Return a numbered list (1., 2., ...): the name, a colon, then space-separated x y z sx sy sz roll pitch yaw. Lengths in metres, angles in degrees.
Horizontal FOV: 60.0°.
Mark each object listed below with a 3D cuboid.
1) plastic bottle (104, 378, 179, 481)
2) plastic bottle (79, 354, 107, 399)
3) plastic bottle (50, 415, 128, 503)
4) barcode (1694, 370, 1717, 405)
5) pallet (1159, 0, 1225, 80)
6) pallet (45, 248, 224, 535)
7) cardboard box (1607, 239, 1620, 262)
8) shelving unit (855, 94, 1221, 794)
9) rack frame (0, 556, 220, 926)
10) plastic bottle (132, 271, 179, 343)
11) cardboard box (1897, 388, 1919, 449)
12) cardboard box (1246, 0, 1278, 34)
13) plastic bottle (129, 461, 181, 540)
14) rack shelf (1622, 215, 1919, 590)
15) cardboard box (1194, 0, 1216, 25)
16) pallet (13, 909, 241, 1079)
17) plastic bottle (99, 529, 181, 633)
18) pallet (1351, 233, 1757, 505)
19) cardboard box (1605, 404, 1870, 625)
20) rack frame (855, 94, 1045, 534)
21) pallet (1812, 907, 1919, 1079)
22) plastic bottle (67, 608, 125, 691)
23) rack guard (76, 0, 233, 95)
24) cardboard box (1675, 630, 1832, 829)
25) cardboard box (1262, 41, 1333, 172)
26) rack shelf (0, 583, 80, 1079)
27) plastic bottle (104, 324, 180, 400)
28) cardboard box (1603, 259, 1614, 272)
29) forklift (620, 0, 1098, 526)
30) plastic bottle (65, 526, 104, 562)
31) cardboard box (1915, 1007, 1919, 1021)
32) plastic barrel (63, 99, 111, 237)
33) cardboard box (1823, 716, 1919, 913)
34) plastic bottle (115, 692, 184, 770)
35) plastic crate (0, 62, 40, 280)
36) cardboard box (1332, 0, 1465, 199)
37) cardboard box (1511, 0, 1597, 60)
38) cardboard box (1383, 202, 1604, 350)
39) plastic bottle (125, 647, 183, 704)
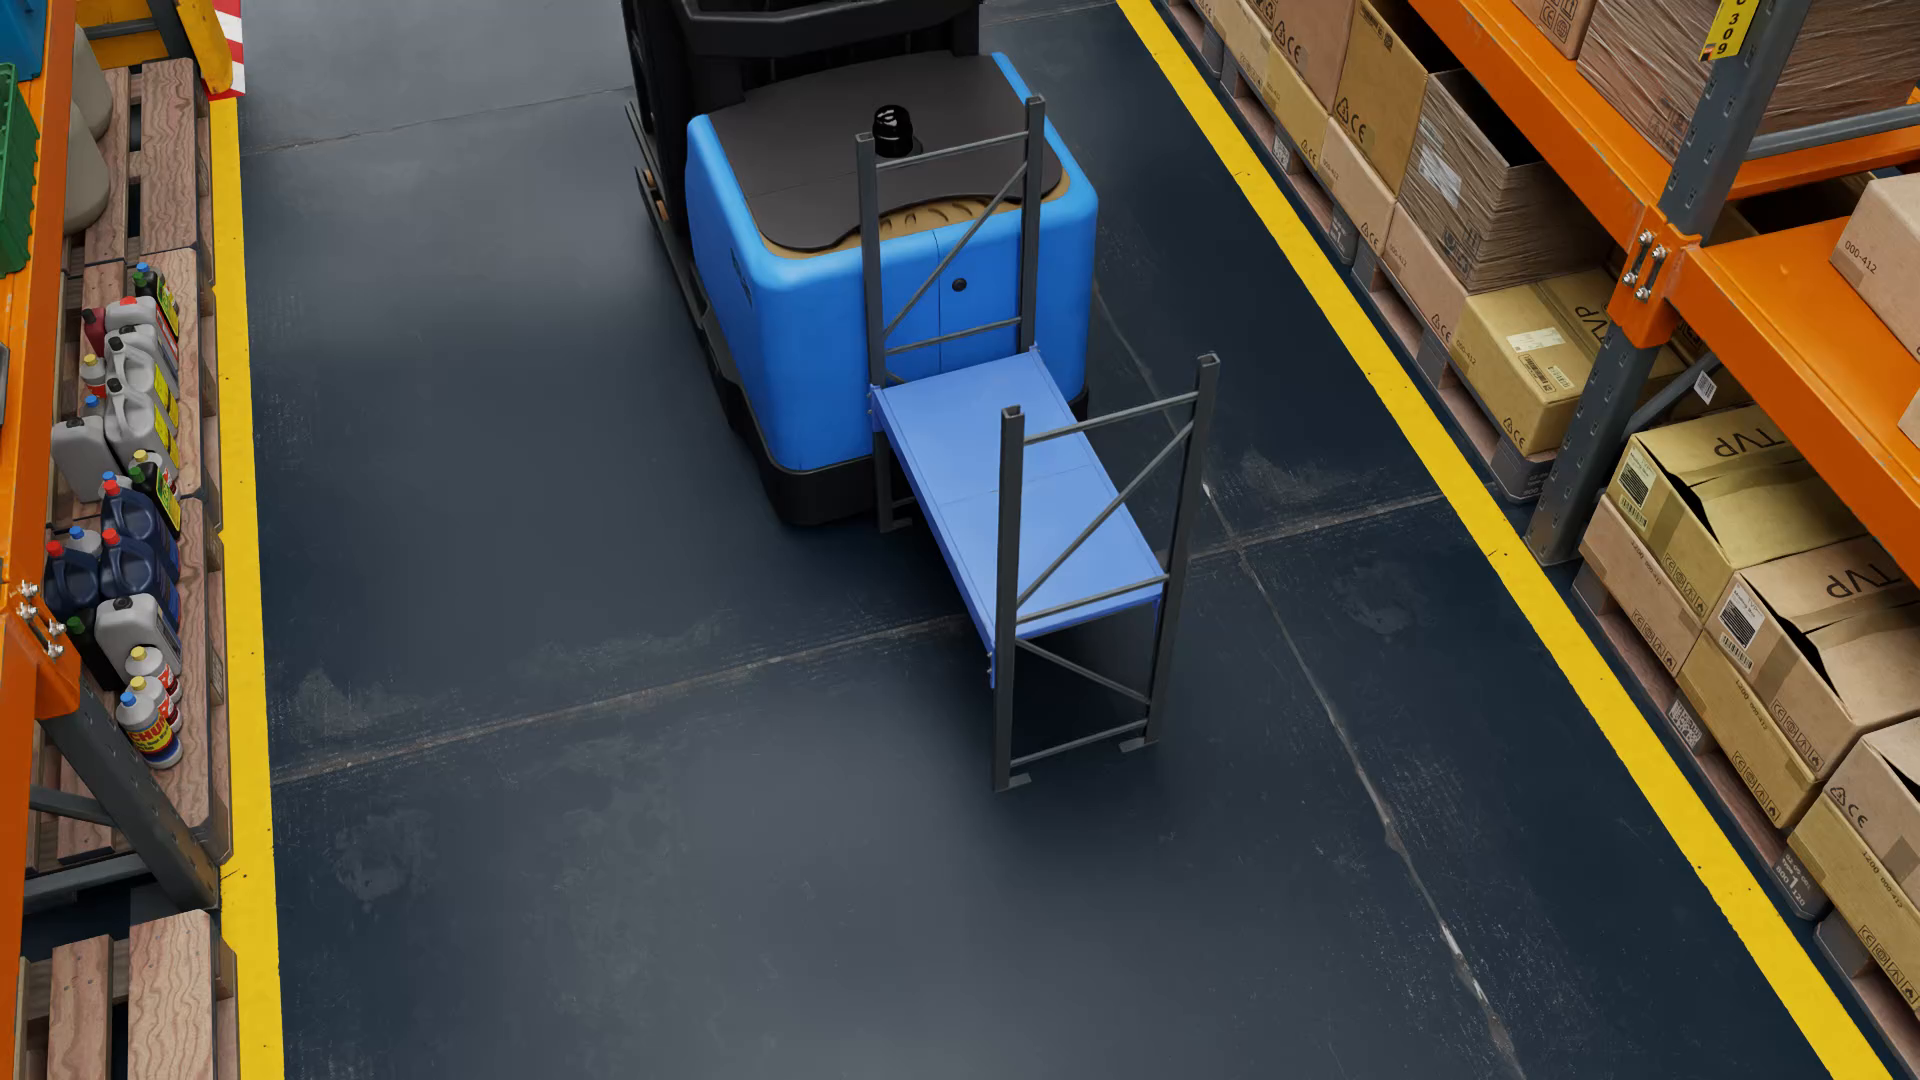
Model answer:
1. plastic bottle: -2.488 -0.336 5.016 0.144 0.351 0.185 -14 51 -11
2. plastic bottle: -2.710 -0.502 5.254 0.097 0.201 0.097 0 50 0
3. plastic bottle: -2.622 -0.260 5.001 0.152 0.276 0.135 -13 51 -11
4. barcode: 1.946 -0.399 4.343 0.001 0.075 0.075 -13 51 -11
5. pallet: 1.352 -2.507 7.226 1.003 0.211 1.213 -13 51 -11
6. pallet: -2.988 -0.410 5.458 1.003 0.211 1.213 -13 51 -11
7. cardboard box: 2.275 -1.297 5.415 0.500 0.500 0.500 -13 51 -11
8. shelving unit: 0.153 -0.214 4.450 0.538 1.500 1.048 -16 52 -13
9. rack frame: -2.464 0.084 3.218 1.000 3.000 0.127 -13 51 -11
10. plastic bottle: -2.633 -0.781 5.435 0.061 0.283 0.133 -12 51 -10
11. cardboard box: 2.335 -0.259 3.671 0.380 0.149 0.250 -13 51 -11
12. cardboard box: 1.342 -2.277 6.241 0.500 0.500 0.500 -13 51 -11
13. plastic bottle: -2.371 -0.134 4.890 0.061 0.283 0.133 -11 51 -9
14. rack shelf: 2.860 0.659 3.203 1.077 0.370 4.000 -13 51 -11
15. cardboard box: 1.183 -2.398 6.833 0.500 0.250 0.500 -13 51 -11
16. pallet: -2.195 1.547 3.808 1.003 0.211 1.213 -13 51 -11
17. plastic bottle: -2.307 0.112 4.638 0.144 0.351 0.185 -12 51 -10
18. pallet: 2.073 -0.725 5.723 1.003 0.211 1.213 -13 51 -11
19. cardboard box: 2.153 -0.105 4.534 0.500 0.311 0.500 -13 51 -11
20. rack frame: -0.022 -0.579 4.757 0.500 1.500 0.032 -16 52 -13
21. pallet: 2.888 1.287 4.027 1.003 0.211 1.213 -13 51 -11
22. plastic bottle: -2.363 0.280 4.541 0.061 0.283 0.133 -13 51 -11
23. rack guard: -3.580 -1.987 6.598 1.175 0.500 0.348 -13 51 -11
24. cardboard box: 2.301 0.442 4.440 0.500 0.250 0.500 -12 51 -10
25. cardboard box: 1.474 -1.666 6.217 0.500 0.250 0.500 -13 51 -11
26. rack shelf: -1.873 1.776 2.261 1.077 0.370 4.000 -13 51 -11
27. plastic bottle: -2.596 -0.568 5.261 0.152 0.276 0.135 -15 51 -12
28. cardboard box: 2.278 -1.056 5.702 0.500 0.250 0.500 -13 51 -11
29. forklift: -0.574 -2.144 5.141 1.130 2.935 3.031 -16 52 -13
30. plastic bottle: -2.465 0.059 4.735 0.097 0.271 0.097 0 50 0
31. cardboard box: 2.606 1.191 3.808 0.500 0.250 0.500 -12 51 -10
32. plastic barrel: -3.231 -1.342 5.772 0.421 0.512 0.421 0 50 0
33. cardboard box: 2.450 0.639 3.906 0.500 0.311 0.500 -15 51 -12
34. plastic bottle: -2.140 0.489 4.372 0.097 0.271 0.097 0 50 0
35. plastic crate: -2.596 -0.903 4.188 0.450 0.188 0.662 -13 51 -11
36. cardboard box: 1.634 -1.546 5.625 0.500 0.500 0.500 -13 51 -11
37. cardboard box: 1.969 -1.772 4.717 0.700 0.500 0.500 -14 51 -11
38. cardboard box: 1.784 -0.939 5.604 0.500 0.250 0.500 -13 51 -11
39. plastic bottle: -2.200 0.363 4.524 0.097 0.201 0.097 0 50 0
